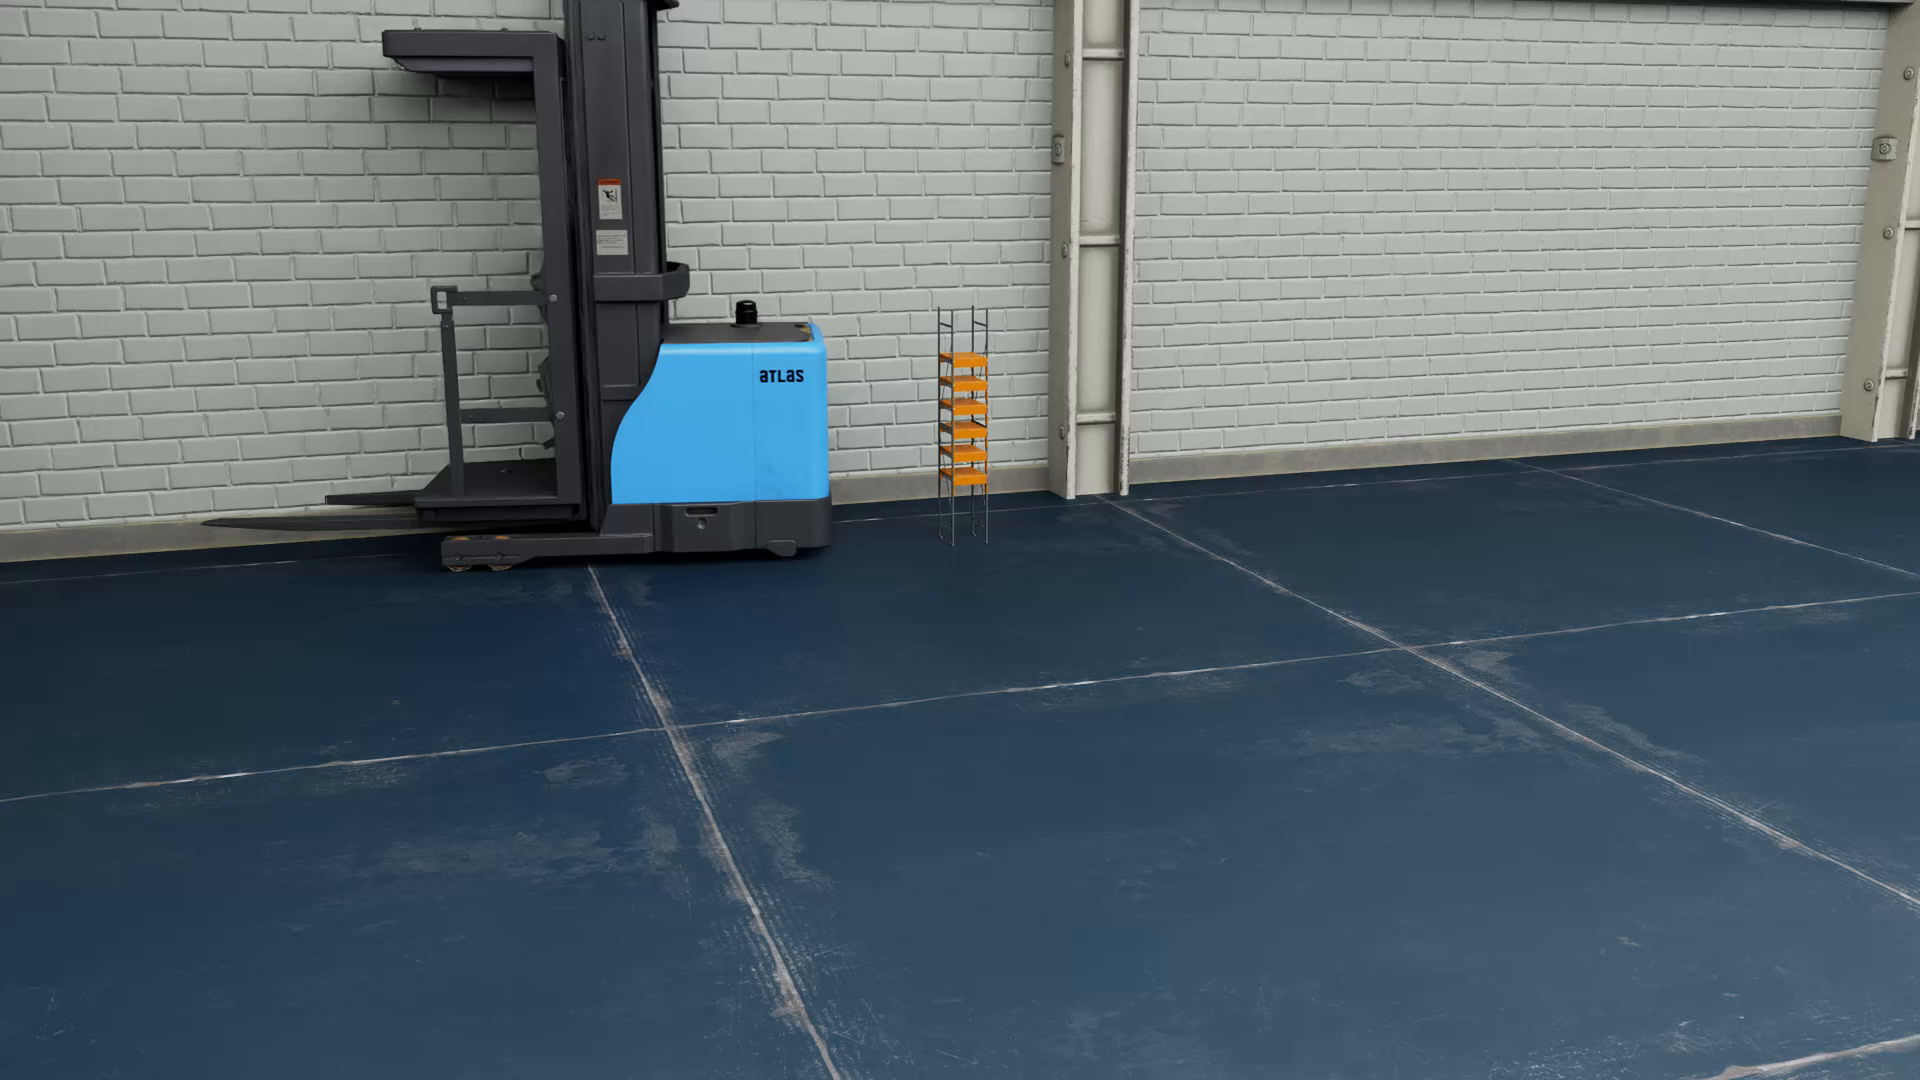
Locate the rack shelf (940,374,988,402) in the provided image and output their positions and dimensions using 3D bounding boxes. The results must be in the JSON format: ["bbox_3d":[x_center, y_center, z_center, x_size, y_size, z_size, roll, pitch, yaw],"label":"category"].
[{"bbox_3d":[0.014,-0.775,8.463,0.180,0.103,0.258,-4,14,-18],"label":"rack shelf"}]

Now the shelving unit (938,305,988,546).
[{"bbox_3d":[0.014,-0.585,8.508,0.189,1.200,0.258,-4,14,-18],"label":"shelving unit"}]

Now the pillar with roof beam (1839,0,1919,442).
[{"bbox_3d":[7.815,-4.162,6.692,0.400,9.000,9.100,-4,14,-18],"label":"pillar with roof beam"}]

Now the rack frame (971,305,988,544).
[{"bbox_3d":[0.100,-0.592,8.537,0.006,1.200,0.240,-4,14,-18],"label":"rack frame"}]

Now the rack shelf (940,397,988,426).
[{"bbox_3d":[0.014,-0.658,8.491,0.180,0.103,0.258,-4,14,-18],"label":"rack shelf"}]

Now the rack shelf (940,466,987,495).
[{"bbox_3d":[0.014,-0.308,8.574,0.180,0.103,0.258,-4,14,-18],"label":"rack shelf"}]

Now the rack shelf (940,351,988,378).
[{"bbox_3d":[0.014,-0.892,8.435,0.180,0.103,0.258,-4,14,-18],"label":"rack shelf"}]

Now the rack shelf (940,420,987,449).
[{"bbox_3d":[0.014,-0.542,8.519,0.180,0.103,0.258,-4,14,-18],"label":"rack shelf"}]

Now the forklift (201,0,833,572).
[{"bbox_3d":[-2.188,-1.402,8.204,3.031,2.935,1.130,-2,13,-6],"label":"forklift"}]

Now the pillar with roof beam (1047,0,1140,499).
[{"bbox_3d":[2.128,-3.719,4.830,0.400,9.000,9.100,-4,14,-18],"label":"pillar with roof beam"}]

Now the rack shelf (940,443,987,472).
[{"bbox_3d":[0.014,-0.425,8.546,0.180,0.103,0.258,-4,14,-18],"label":"rack shelf"}]

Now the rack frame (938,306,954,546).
[{"bbox_3d":[-0.073,-0.578,8.480,0.006,1.200,0.240,-4,14,-18],"label":"rack frame"}]
